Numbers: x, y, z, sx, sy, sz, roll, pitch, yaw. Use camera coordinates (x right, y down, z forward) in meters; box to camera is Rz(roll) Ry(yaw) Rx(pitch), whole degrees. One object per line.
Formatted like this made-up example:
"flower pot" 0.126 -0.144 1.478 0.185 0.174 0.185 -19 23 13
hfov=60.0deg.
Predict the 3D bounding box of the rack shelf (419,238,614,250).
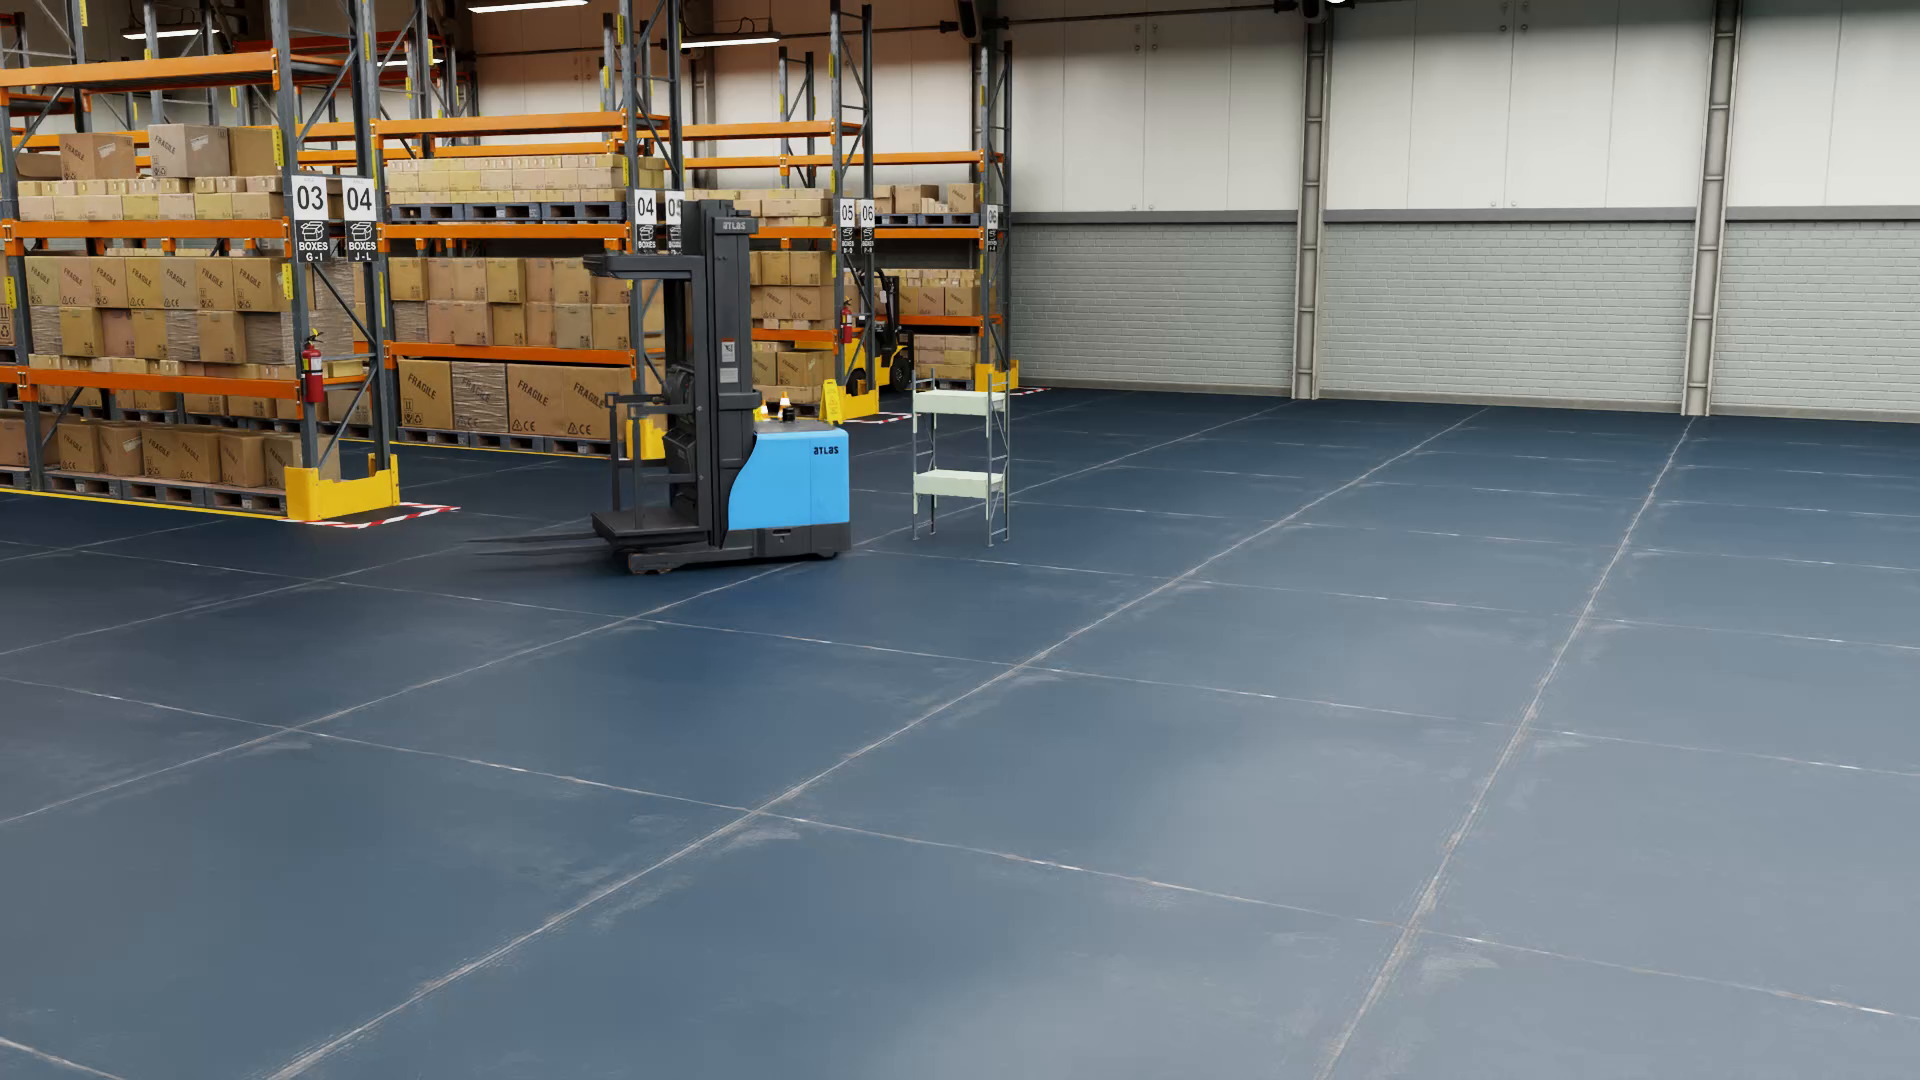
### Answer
"rack shelf" -6.945 -4.927 27.131 4.000 0.370 1.077 5 11 26

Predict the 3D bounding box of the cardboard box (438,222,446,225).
"cardboard box" -8.531 -5.263 27.673 0.250 0.149 0.380 5 11 26

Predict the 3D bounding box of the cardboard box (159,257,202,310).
"cardboard box" -7.450 -2.520 16.306 0.500 0.500 0.500 5 11 26

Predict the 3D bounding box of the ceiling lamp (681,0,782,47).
"ceiling lamp" -3.807 -9.903 27.791 2.000 3.185 0.800 5 11 26

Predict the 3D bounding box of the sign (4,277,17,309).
"sign" -9.778 -2.546 17.124 0.005 0.325 0.100 5 11 26

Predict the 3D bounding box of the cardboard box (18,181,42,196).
"cardboard box" -9.381 -3.589 17.015 0.250 0.149 0.380 5 11 24

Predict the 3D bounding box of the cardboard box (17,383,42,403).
"cardboard box" -13.880 -2.356 25.164 0.500 0.500 0.500 6 12 28

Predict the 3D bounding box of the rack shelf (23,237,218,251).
"rack shelf" -12.631 -4.444 24.460 4.000 0.370 1.077 5 11 26

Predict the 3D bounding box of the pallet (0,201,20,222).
"pallet" -10.043 -3.514 17.831 1.003 0.211 1.213 5 11 26

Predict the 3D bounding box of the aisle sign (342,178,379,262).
"aisle sign" -5.761 -3.072 15.983 0.004 0.787 0.394 5 11 26

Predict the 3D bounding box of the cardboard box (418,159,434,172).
"cardboard box" -6.618 -4.727 21.010 0.250 0.149 0.380 5 11 25

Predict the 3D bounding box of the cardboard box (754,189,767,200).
"cardboard box" -2.870 -5.149 24.802 0.250 0.149 0.380 5 11 26

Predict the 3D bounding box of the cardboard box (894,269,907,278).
"cardboard box" -0.974 -4.720 29.448 0.250 0.149 0.380 5 12 27

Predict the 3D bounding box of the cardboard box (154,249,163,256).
"cardboard box" -14.560 -5.277 30.556 0.250 0.149 0.380 5 11 26

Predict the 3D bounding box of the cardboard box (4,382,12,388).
"cardboard box" -14.848 -2.404 25.581 0.250 0.149 0.380 5 12 27

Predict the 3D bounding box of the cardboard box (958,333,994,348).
"cardboard box" 0.282 -3.539 29.598 0.500 0.250 0.500 5 11 25

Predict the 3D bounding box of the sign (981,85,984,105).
"sign" 0.376 -7.491 28.006 0.005 0.325 0.100 5 11 26

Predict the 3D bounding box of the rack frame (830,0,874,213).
"rack frame" -1.564 -6.285 24.187 0.127 3.000 1.000 5 11 26

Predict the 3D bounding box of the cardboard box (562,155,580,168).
"cardboard box" -4.569 -4.547 20.016 0.250 0.149 0.380 5 12 27

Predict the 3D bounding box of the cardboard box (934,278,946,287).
"cardboard box" -0.254 -4.522 29.193 0.250 0.149 0.380 5 12 27

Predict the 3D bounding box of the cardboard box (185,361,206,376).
"cardboard box" -7.424 -1.712 16.471 0.250 0.149 0.380 5 11 26

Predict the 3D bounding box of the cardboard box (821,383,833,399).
"cardboard box" -2.165 -2.294 25.524 0.500 0.250 0.500 5 11 25

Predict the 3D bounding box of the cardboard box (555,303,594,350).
"cardboard box" -4.519 -2.670 20.638 0.550 0.550 0.875 5 11 26

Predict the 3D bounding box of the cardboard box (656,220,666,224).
"cardboard box" -4.499 -4.905 25.693 0.250 0.149 0.380 5 11 26

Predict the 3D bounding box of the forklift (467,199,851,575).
"forklift" -2.478 -1.272 13.531 3.031 2.935 1.130 -4 11 -22

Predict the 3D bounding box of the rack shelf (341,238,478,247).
"rack shelf" -11.926 -6.351 34.996 4.000 0.370 1.077 5 11 26

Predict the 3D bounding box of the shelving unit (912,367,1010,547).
"shelving unit" 0.006 -0.737 14.594 0.755 1.500 0.431 5 11 26

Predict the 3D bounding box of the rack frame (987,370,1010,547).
"rack frame" 0.334 -0.709 14.434 0.023 1.500 0.400 5 11 26

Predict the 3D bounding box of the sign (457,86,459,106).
"sign" -8.507 -7.501 28.063 0.005 0.325 0.100 5 11 26

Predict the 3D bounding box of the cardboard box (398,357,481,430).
"cardboard box" -6.718 -1.950 21.867 0.875 0.875 0.875 5 11 27

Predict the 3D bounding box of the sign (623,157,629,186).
"sign" -3.916 -4.321 19.498 0.005 0.325 0.100 5 11 26

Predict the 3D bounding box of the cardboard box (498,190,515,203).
"cardboard box" -5.479 -4.235 20.529 0.250 0.149 0.380 5 11 27

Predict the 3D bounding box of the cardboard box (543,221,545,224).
"cardboard box" -8.013 -6.239 32.778 0.500 0.250 0.500 5 11 26

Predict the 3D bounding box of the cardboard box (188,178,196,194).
"cardboard box" -7.214 -3.419 16.078 0.250 0.149 0.380 5 11 26

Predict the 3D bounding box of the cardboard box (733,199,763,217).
"cardboard box" -3.060 -4.958 24.868 0.500 0.250 0.500 5 12 27

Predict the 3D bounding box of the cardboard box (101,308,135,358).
"cardboard box" -8.234 -2.147 17.055 0.500 0.500 0.875 5 11 26

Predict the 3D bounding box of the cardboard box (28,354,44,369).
"cardboard box" -9.476 -1.877 17.382 0.250 0.149 0.380 5 11 26

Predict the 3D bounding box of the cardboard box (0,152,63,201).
"cardboard box" -9.914 -3.851 17.696 0.637 0.503 0.797 4 11 23

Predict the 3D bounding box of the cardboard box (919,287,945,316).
"cardboard box" -0.390 -4.214 29.311 0.500 0.500 0.500 5 12 28

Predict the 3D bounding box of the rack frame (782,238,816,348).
"rack frame" -2.958 -4.441 30.845 0.127 3.000 1.000 5 11 26

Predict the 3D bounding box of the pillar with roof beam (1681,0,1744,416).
"pillar with roof beam" 9.260 -5.643 20.644 0.548 9.000 9.100 5 11 26

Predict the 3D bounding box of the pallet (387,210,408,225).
"pallet" -8.095 -4.296 22.157 1.217 0.209 0.805 5 11 24

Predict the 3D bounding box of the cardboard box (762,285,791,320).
"cardboard box" -2.620 -3.567 24.902 0.500 0.500 0.500 5 11 26

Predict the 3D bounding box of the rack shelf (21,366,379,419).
"rack shelf" -7.742 -1.554 16.911 4.000 0.370 1.077 5 11 26

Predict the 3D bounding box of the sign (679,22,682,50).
"sign" -3.412 -6.112 20.165 0.005 0.325 0.100 5 11 26

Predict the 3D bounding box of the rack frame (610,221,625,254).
"rack frame" -5.151 -3.648 26.463 0.127 3.000 1.000 5 11 26

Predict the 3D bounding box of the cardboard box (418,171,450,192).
"cardboard box" -6.483 -4.531 21.046 0.500 0.250 0.500 5 11 25

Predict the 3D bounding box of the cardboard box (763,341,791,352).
"cardboard box" -2.757 -2.914 25.024 0.250 0.149 0.380 5 12 27

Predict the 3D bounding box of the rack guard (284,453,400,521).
"rack guard" -6.017 -0.526 16.232 0.348 0.500 1.175 5 11 26

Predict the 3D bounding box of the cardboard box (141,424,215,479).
"cardboard box" -8.087 -0.924 17.250 0.500 0.500 0.500 4 11 21

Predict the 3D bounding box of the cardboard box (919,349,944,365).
"cardboard box" -0.391 -3.255 29.430 0.500 0.250 0.500 5 11 25

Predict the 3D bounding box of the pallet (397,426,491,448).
"pallet" -6.603 -1.405 21.899 1.213 0.211 1.003 5 11 26

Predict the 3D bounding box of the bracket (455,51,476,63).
"bracket" -10.143 -9.904 34.078 0.430 0.232 0.235 5 11 26
